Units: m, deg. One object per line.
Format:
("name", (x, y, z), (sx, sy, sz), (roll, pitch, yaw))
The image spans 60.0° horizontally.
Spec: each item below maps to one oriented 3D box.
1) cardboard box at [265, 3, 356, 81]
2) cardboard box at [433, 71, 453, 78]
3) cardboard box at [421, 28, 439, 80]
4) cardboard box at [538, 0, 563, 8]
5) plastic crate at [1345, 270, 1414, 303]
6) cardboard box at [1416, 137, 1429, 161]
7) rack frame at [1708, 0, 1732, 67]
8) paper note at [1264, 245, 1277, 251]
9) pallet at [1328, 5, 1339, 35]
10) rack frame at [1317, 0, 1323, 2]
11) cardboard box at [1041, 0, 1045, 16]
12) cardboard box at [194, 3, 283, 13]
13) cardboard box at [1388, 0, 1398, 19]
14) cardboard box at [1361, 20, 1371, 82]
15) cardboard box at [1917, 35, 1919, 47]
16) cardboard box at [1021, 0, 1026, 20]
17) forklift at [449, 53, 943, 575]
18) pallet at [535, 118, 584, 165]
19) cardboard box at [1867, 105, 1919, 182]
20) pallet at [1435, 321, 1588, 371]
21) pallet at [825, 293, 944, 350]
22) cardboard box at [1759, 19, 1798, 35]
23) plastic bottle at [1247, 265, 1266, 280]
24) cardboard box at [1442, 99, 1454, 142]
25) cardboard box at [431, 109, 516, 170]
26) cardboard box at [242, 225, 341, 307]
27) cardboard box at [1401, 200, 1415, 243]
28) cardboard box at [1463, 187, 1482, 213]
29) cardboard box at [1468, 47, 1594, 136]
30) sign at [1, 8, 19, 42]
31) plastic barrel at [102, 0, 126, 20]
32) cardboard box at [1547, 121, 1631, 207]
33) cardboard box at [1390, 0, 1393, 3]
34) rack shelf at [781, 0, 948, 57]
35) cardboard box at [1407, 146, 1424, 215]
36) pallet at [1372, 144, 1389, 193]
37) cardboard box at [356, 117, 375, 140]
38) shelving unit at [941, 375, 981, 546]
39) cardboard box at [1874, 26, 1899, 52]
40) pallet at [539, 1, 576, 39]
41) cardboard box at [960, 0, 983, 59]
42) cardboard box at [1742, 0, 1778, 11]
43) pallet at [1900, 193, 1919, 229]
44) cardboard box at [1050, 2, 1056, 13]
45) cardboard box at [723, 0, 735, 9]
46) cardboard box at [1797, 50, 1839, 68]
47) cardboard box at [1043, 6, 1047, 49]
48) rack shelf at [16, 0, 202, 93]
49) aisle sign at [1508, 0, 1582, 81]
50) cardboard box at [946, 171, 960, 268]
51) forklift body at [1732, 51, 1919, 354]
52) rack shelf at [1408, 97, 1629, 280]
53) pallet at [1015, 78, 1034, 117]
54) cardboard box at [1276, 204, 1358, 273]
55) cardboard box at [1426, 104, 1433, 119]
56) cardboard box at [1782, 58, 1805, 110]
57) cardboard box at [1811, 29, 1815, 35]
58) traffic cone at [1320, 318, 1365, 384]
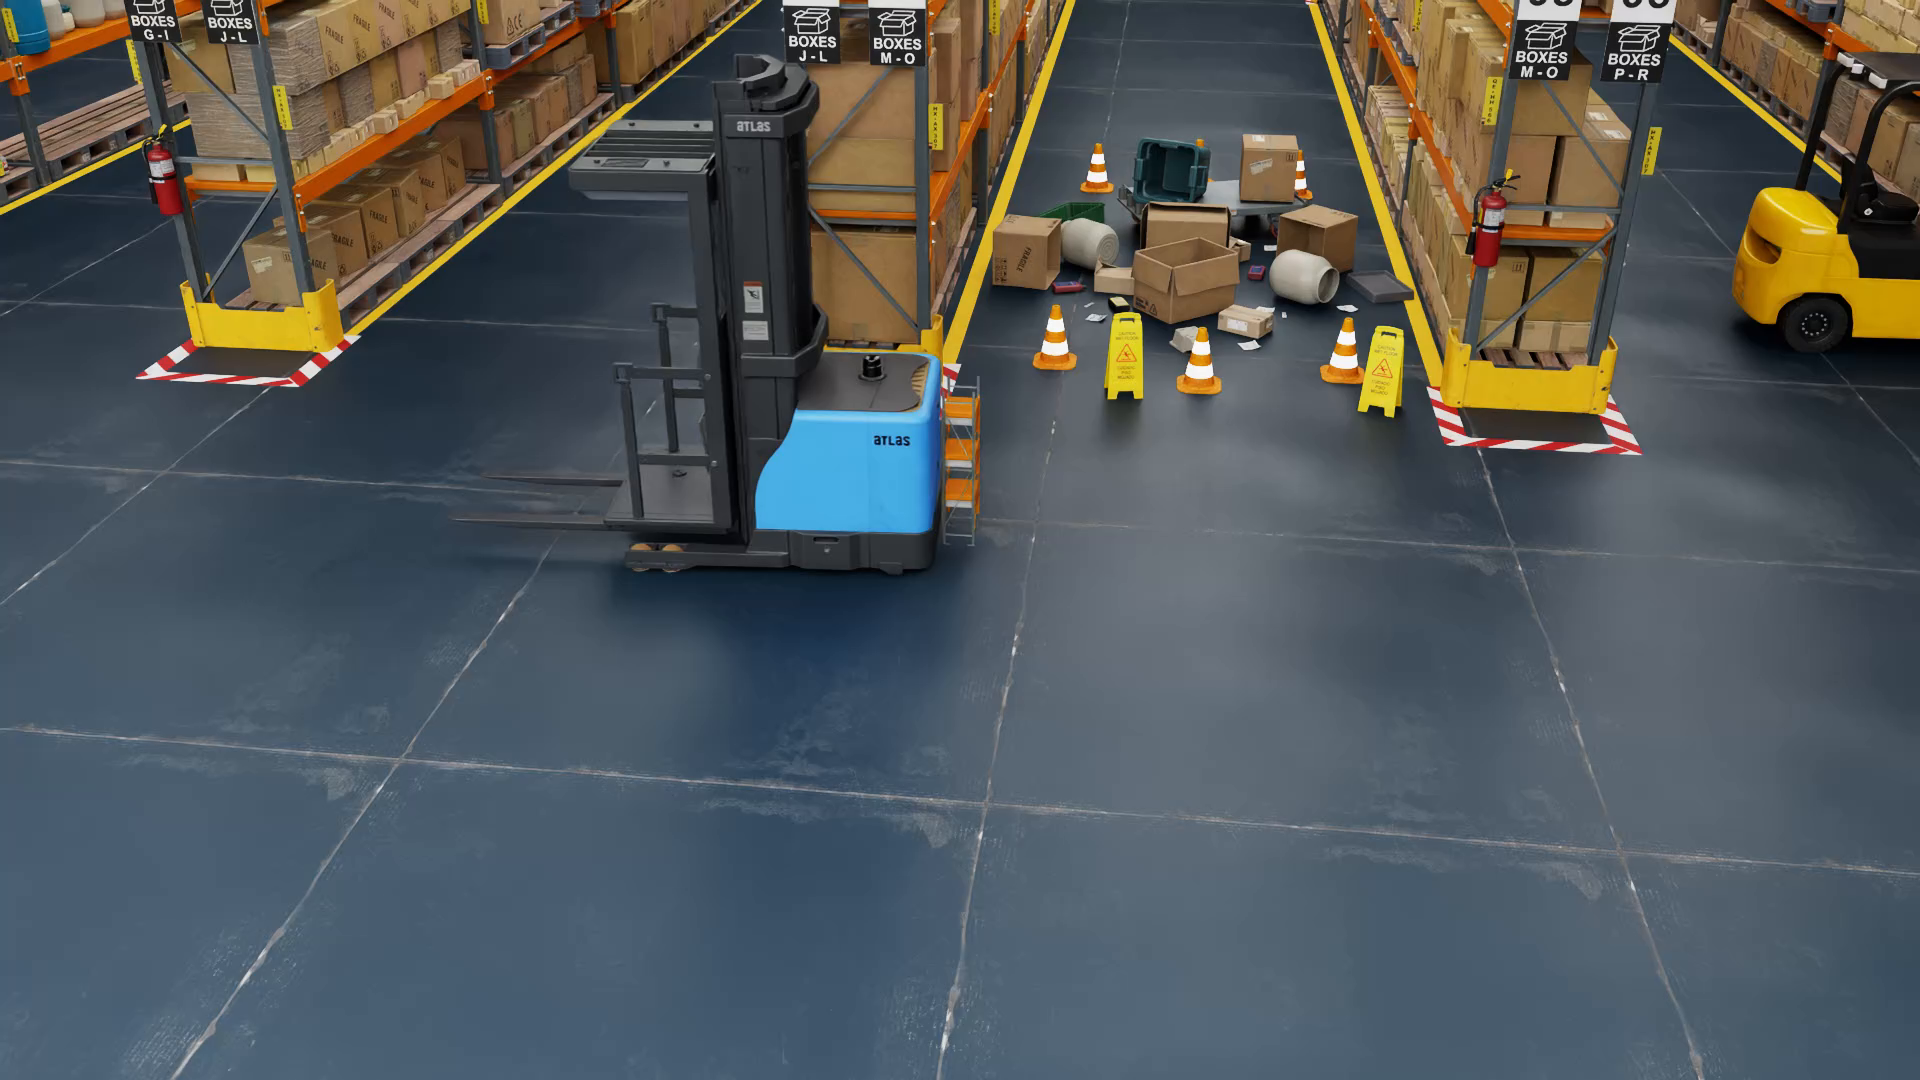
("cardboard box", (-5.227, -3.993, 13.318), (0.500, 0.500, 0.500), (3, 28, 6))
("cardboard box", (-5.008, -4.323, 15.668), (0.380, 0.149, 0.250), (3, 28, 6))
("cardboard box", (-5.356, -4.516, 15.343), (0.875, 0.500, 0.500), (3, 28, 6))
("cardboard box", (-4.589, -5.991, 18.198), (0.396, 0.266, 0.258), (3, 28, 5))
("plastic crate", (3.686, -2.230, 14.597), (0.402, 0.080, 0.583), (-6, 29, -11))
("cardboard box", (4.277, -3.479, 14.820), (0.380, 0.149, 0.250), (4, 29, 7))
("rack frame", (10.599, -7.686, 21.646), (1.000, 3.000, 0.127), (3, 28, 6))
("paper note", (2.934, -2.749, 15.613), (0.148, 0.019, 0.142), (3, 28, 6))
("pallet", (5.990, -7.674, 24.564), (1.003, 0.211, 1.213), (3, 28, 6))
("rack frame", (6.163, -9.855, 25.673), (1.000, 3.000, 0.127), (3, 28, 6))
("cardboard box", (0.831, -7.021, 21.813), (0.500, 0.250, 0.500), (5, 29, 9))
("cardboard box", (-5.755, -4.024, 13.375), (0.500, 0.500, 0.500), (3, 28, 6))
("cardboard box", (4.757, -5.636, 17.663), (0.380, 0.149, 0.250), (4, 29, 6))
("cardboard box", (5.463, -6.079, 20.461), (0.875, 0.875, 0.875), (4, 29, 7))
("cardboard box", (9.550, -4.803, 15.926), (0.500, 0.250, 0.500), (4, 29, 7))
("cardboard box", (0.469, -6.146, 18.682), (0.500, 0.500, 0.500), (3, 28, 6))
("forklift", (-1.644, -1.339, 9.938), (3.031, 2.935, 1.130), (2, 28, 3))
("pallet", (-4.902, -4.498, 18.668), (1.003, 0.211, 1.213), (3, 28, 6))
("cardboard box", (9.865, -4.025, 16.911), (0.875, 0.625, 0.625), (2, 28, 4))
("pallet", (4.346, -1.512, 13.127), (1.003, 0.211, 1.213), (3, 28, 6))
("pallet", (-0.703, -1.717, 13.507), (1.003, 0.211, 1.213), (3, 28, 6))
("cardboard box", (10.226, -6.401, 20.769), (0.380, 0.149, 0.250), (3, 28, 6))
("plastic bottle", (2.673, -2.415, 14.960), (0.133, 0.061, 0.283), (8, 29, 15))
("cardboard box", (4.207, -3.479, 13.417), (0.500, 0.500, 0.500), (4, 29, 7))
("cardboard box", (-5.046, -4.164, 17.280), (0.700, 0.500, 0.500), (1, 28, 2))
("cardboard box", (-5.540, -2.277, 13.799), (0.500, 0.500, 0.500), (9, 30, 16))
("cardboard box", (4.352, -2.919, 15.254), (0.500, 0.250, 0.500), (2, 28, 4))
("cardboard box", (3.957, -2.528, 12.336), (0.380, 0.149, 0.250), (3, 28, 6))
("cardboard box", (4.048, -3.192, 11.832), (0.700, 0.500, 0.500), (3, 28, 5))
("sign", (-9.514, -5.155, 16.657), (0.100, 0.325, 0.005), (3, 28, 6))
("plastic barrel", (-9.581, -6.117, 18.590), (0.433, 0.535, 0.433), (0, 28, 0))
("cardboard box", (4.535, -2.706, 11.983), (0.500, 0.500, 0.500), (3, 28, 5))
("cardboard box", (4.841, -6.005, 17.665), (0.500, 0.500, 0.500), (5, 29, 9))
("rack shelf", (-0.478, -4.509, 13.345), (1.077, 0.370, 4.000), (3, 28, 6))
("cardboard box", (4.352, -3.249, 15.076), (0.500, 0.500, 0.500), (5, 29, 9))
("pallet", (4.933, -3.922, 17.599), (1.003, 0.211, 1.213), (3, 28, 6))
("cardboard box", (-5.215, -3.498, 14.138), (0.380, 0.149, 0.250), (3, 28, 6))
("shelving unit", (0.007, -0.487, 10.340), (0.215, 1.050, 0.252), (3, 28, 6))
("cardboard box", (9.689, -5.063, 16.935), (0.500, 0.250, 0.500), (2, 28, 5))
("pallet", (-4.855, -5.647, 18.063), (1.003, 0.211, 1.213), (3, 28, 6))
("cardboard box", (-0.264, -4.551, 14.530), (0.875, 0.550, 0.550), (3, 28, 6))
("cardboard box", (10.307, -6.908, 21.398), (0.380, 0.149, 0.250), (2, 28, 4))
("pallet", (9.671, -3.042, 15.965), (1.003, 0.211, 1.213), (3, 28, 6))
("cardboard box", (1.230, -7.908, 24.622), (0.380, 0.149, 0.250), (3, 28, 5))
("cardboard box", (-3.892, -8.528, 25.006), (0.875, 0.875, 0.875), (3, 28, 6))
("cardboard box", (9.921, -5.550, 19.191), (0.380, 0.149, 0.250), (2, 28, 4))
("cardboard box", (0.907, -6.934, 22.443), (0.500, 0.500, 0.500), (3, 28, 5))
("rack shelf", (-9.814, -5.695, 18.709), (1.077, 0.370, 4.000), (3, 28, 6))
("aisle sign", (3.907, -3.456, 11.054), (0.394, 0.787, 0.004), (3, 28, 6))
("cardboard box", (-0.486, -2.980, 14.708), (0.875, 0.875, 0.875), (4, 29, 7))
("forklift body", (7.551, -2.662, 13.216), (2.313, 2.155, 1.214), (3, 28, 6))
("rack shelf", (4.447, -2.949, 13.611), (1.077, 0.370, 4.000), (3, 28, 6))
("pallet", (0.354, -5.470, 20.473), (1.003, 0.211, 1.213), (3, 28, 6))
("cardboard box", (3.211, -2.682, 14.991), (0.500, 0.500, 0.500), (-24, 36, -37))
("cardboard box", (4.356, -3.845, 14.781), (0.380, 0.149, 0.250), (4, 29, 8))
("cardboard box", (10.019, -5.334, 19.473), (0.500, 0.500, 0.500), (3, 28, 5))
("cardboard box", (10.724, -6.254, 20.497), (0.380, 0.149, 0.250), (4, 29, 7))
("traffic cone", (2.975, -1.484, 12.810), (0.336, 0.463, 0.334), (3, 28, 6))
